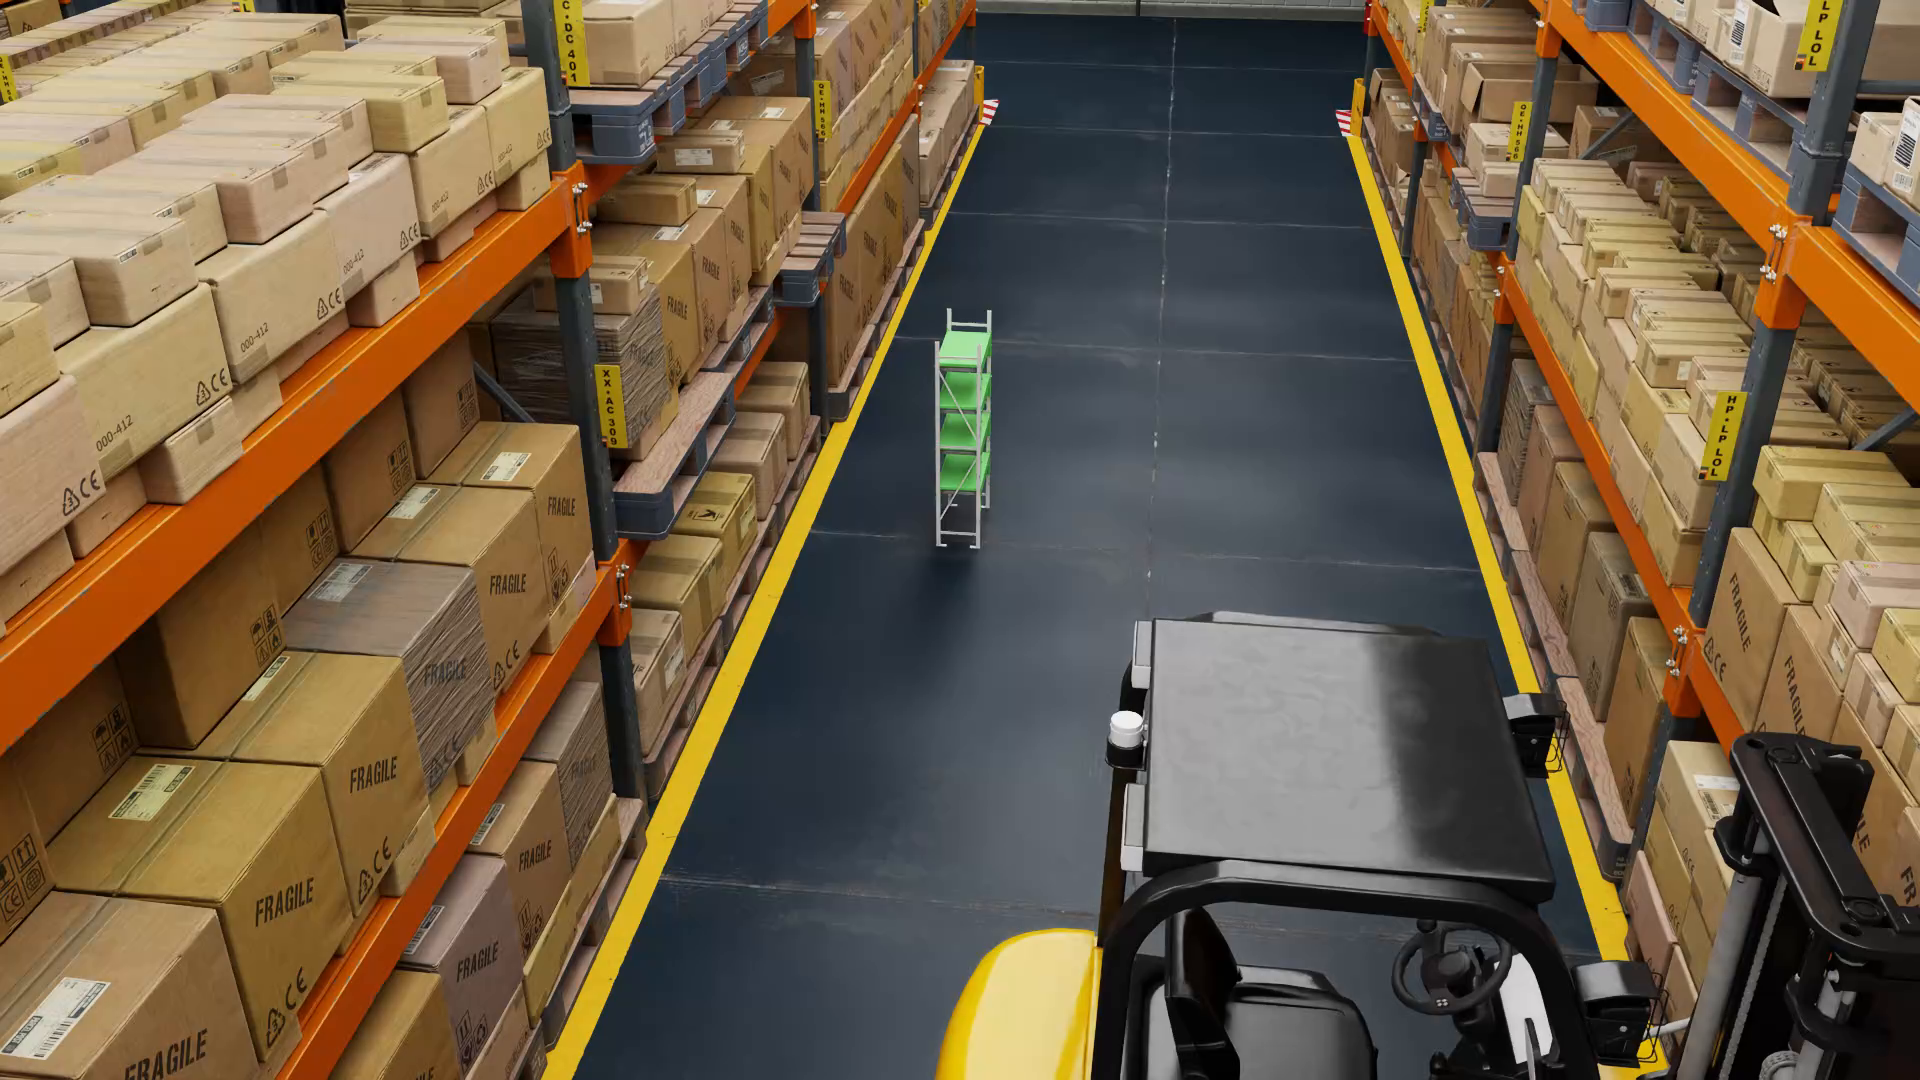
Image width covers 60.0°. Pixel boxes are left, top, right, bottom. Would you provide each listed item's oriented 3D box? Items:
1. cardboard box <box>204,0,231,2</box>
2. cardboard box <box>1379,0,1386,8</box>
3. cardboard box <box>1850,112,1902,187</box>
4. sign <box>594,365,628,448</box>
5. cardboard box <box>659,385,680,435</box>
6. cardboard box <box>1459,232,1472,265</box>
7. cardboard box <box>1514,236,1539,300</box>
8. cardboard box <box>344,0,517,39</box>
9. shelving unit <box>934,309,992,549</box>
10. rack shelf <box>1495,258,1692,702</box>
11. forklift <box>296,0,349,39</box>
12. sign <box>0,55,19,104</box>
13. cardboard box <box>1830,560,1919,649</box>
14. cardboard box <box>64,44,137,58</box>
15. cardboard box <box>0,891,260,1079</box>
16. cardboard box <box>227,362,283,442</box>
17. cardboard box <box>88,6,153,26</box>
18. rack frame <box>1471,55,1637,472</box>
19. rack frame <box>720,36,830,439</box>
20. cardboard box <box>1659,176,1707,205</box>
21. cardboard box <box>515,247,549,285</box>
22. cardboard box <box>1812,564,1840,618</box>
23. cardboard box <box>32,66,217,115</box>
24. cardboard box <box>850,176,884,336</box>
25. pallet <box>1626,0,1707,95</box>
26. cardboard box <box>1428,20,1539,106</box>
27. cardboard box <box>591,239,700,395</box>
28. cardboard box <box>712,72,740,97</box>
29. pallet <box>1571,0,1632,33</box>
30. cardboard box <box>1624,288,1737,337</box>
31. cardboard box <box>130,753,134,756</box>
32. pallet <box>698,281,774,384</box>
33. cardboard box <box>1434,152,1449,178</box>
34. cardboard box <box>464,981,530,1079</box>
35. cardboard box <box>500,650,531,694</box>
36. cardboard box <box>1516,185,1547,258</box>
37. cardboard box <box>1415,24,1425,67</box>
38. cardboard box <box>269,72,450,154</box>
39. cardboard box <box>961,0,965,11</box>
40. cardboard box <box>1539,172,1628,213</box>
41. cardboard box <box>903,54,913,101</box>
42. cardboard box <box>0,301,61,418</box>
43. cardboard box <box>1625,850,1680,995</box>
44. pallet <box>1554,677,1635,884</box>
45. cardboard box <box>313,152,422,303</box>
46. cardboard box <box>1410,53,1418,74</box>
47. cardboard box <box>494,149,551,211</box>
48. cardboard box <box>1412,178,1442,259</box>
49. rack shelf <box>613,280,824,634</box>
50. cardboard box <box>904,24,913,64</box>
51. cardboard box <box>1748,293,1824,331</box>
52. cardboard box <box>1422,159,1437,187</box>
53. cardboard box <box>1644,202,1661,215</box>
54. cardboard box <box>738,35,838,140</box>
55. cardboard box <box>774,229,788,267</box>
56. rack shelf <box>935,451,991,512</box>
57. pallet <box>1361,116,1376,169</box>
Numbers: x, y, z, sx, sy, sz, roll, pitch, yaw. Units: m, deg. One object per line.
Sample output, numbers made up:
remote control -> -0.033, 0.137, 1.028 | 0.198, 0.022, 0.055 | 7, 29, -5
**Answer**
cardboard box -> -5.650, -4.148, 12.982 | 0.380, 0.149, 0.250 | 3, 28, 5
cardboard box -> 4.267, -5.245, 16.089 | 0.380, 0.149, 0.250 | 3, 28, 6
cardboard box -> 2.753, -1.092, 4.668 | 0.380, 0.149, 0.250 | 4, 29, 7
sign -> -1.278, -0.486, 6.077 | 0.100, 0.325, 0.005 | 3, 28, 6
cardboard box -> -1.397, -0.566, 6.960 | 0.380, 0.149, 0.250 | 4, 29, 7
cardboard box -> 3.599, -1.969, 11.251 | 0.380, 0.149, 0.250 | 2, 28, 4
cardboard box -> 3.302, -1.468, 8.971 | 0.500, 0.250, 0.500 | 3, 29, 6
cardboard box -> -1.890, -1.856, 6.085 | 0.500, 0.250, 0.500 | 3, 28, 5
shelving unit -> 0.020, -0.606, 9.110 | 0.258, 1.200, 0.503 | 3, 28, 6
rack shelf -> 3.354, -0.471, 7.720 | 1.077, 0.370, 4.000 | 3, 28, 6
forklift -> -3.622, -1.656, 9.234 | 1.130, 2.935, 3.031 | 20, 34, 32
sign -> -5.701, -2.735, 9.943 | 0.100, 0.325, 0.005 | 3, 28, 6
cardboard box -> 2.677, 0.190, 4.631 | 0.380, 0.149, 0.250 | 4, 29, 7
cardboard box -> -5.875, -3.292, 11.394 | 0.380, 0.149, 0.250 | 5, 29, 9
cardboard box -> -1.914, 1.124, 3.582 | 0.500, 0.500, 0.500 | 4, 29, 8
cardboard box -> -1.798, -0.332, 3.806 | 0.380, 0.149, 0.250 | 3, 28, 5
cardboard box -> -6.362, -3.947, 12.608 | 0.380, 0.149, 0.250 | 3, 28, 6
rack frame -> 3.599, -1.729, 9.297 | 1.000, 3.000, 0.127 | 3, 28, 6
rack frame -> -1.327, -2.016, 9.829 | 1.000, 3.000, 0.127 | 3, 28, 6
cardboard box -> 3.839, -1.764, 8.573 | 0.380, 0.149, 0.250 | 4, 29, 8
cardboard box -> -1.929, -0.957, 7.002 | 0.500, 0.500, 0.500 | 4, 29, 6
cardboard box -> 2.775, 0.205, 4.917 | 0.380, 0.149, 0.250 | 3, 28, 6
cardboard box -> -2.283, -1.195, 4.567 | 0.380, 0.149, 0.250 | 3, 28, 6
cardboard box -> -1.047, -2.005, 11.607 | 0.875, 0.875, 0.875 | 4, 29, 7
pallet -> 3.471, -2.115, 7.050 | 1.003, 0.211, 1.213 | 5, 29, 9
cardboard box -> 3.745, -3.382, 11.818 | 0.700, 0.500, 0.500 | 4, 29, 7
cardboard box -> -1.415, -0.933, 6.957 | 0.500, 0.500, 0.500 | 3, 29, 6
cardboard box -> -1.524, -2.759, 10.048 | 0.500, 0.500, 0.500 | 3, 28, 5
pallet -> 3.605, -2.642, 8.028 | 1.213, 0.211, 1.003 | 5, 29, 9
cardboard box -> 3.058, -0.953, 7.067 | 0.380, 0.149, 0.250 | 4, 29, 7
cardboard box -> -2.303, 0.595, 4.564 | 0.500, 0.500, 0.500 | 4, 29, 7
pallet -> -1.529, -0.997, 8.141 | 1.003, 0.211, 1.213 | 3, 28, 6
cardboard box -> 3.797, -2.834, 12.544 | 0.380, 0.149, 0.250 | 2, 28, 4
cardboard box -> -1.745, 1.677, 5.431 | 0.500, 0.250, 0.500 | 4, 29, 7
cardboard box -> -1.688, 0.383, 5.642 | 0.380, 0.149, 0.250 | 3, 29, 6
cardboard box -> 3.278, -1.690, 8.855 | 0.500, 0.250, 0.500 | 3, 28, 6
cardboard box -> 3.910, -3.931, 13.228 | 0.500, 0.250, 0.500 | 4, 29, 7
cardboard box -> -1.618, -1.158, 4.499 | 0.380, 0.149, 0.250 | 4, 29, 8
cardboard box -> -0.220, -5.348, 15.908 | 0.500, 0.500, 0.500 | 3, 28, 5
cardboard box -> 3.236, -1.800, 8.639 | 0.380, 0.149, 0.250 | 4, 29, 7
cardboard box -> -0.642, -3.607, 12.941 | 0.500, 0.250, 0.500 | 3, 28, 5
cardboard box -> -1.850, -0.314, 2.932 | 0.380, 0.149, 0.250 | 3, 28, 6
cardboard box -> 2.721, 1.388, 5.968 | 0.500, 0.250, 0.500 | 4, 29, 7
pallet -> 3.161, 1.032, 7.111 | 1.003, 0.211, 1.213 | 3, 28, 6
cardboard box -> -1.742, -0.818, 4.288 | 0.500, 0.250, 0.500 | 3, 28, 5
cardboard box -> 3.896, -3.914, 13.617 | 0.380, 0.149, 0.250 | 4, 29, 8
cardboard box -> -1.553, -1.177, 5.373 | 0.380, 0.149, 0.250 | 3, 29, 6
cardboard box -> 3.807, -2.482, 12.887 | 0.500, 0.500, 0.500 | 5, 29, 8
rack shelf -> -1.573, -0.758, 8.252 | 1.077, 0.370, 4.000 | 3, 28, 6
cardboard box -> -0.650, -3.831, 12.830 | 0.500, 0.250, 0.500 | 3, 28, 6
cardboard box -> 3.574, -0.926, 7.017 | 0.380, 0.149, 0.250 | 3, 28, 6
cardboard box -> 3.781, -2.829, 12.847 | 0.380, 0.149, 0.250 | 5, 29, 9
cardboard box -> 3.820, -1.656, 8.792 | 0.500, 0.250, 0.500 | 4, 29, 7
cardboard box -> -1.024, -2.718, 9.973 | 0.500, 0.500, 0.500 | 2, 28, 5
cardboard box -> -1.120, -1.553, 8.791 | 0.380, 0.149, 0.250 | 2, 28, 4
rack shelf -> 0.020, -0.339, 9.254 | 0.258, 0.148, 0.480 | 3, 28, 6
pallet -> 4.473, -3.856, 16.185 | 1.003, 0.211, 1.213 | 3, 28, 6
